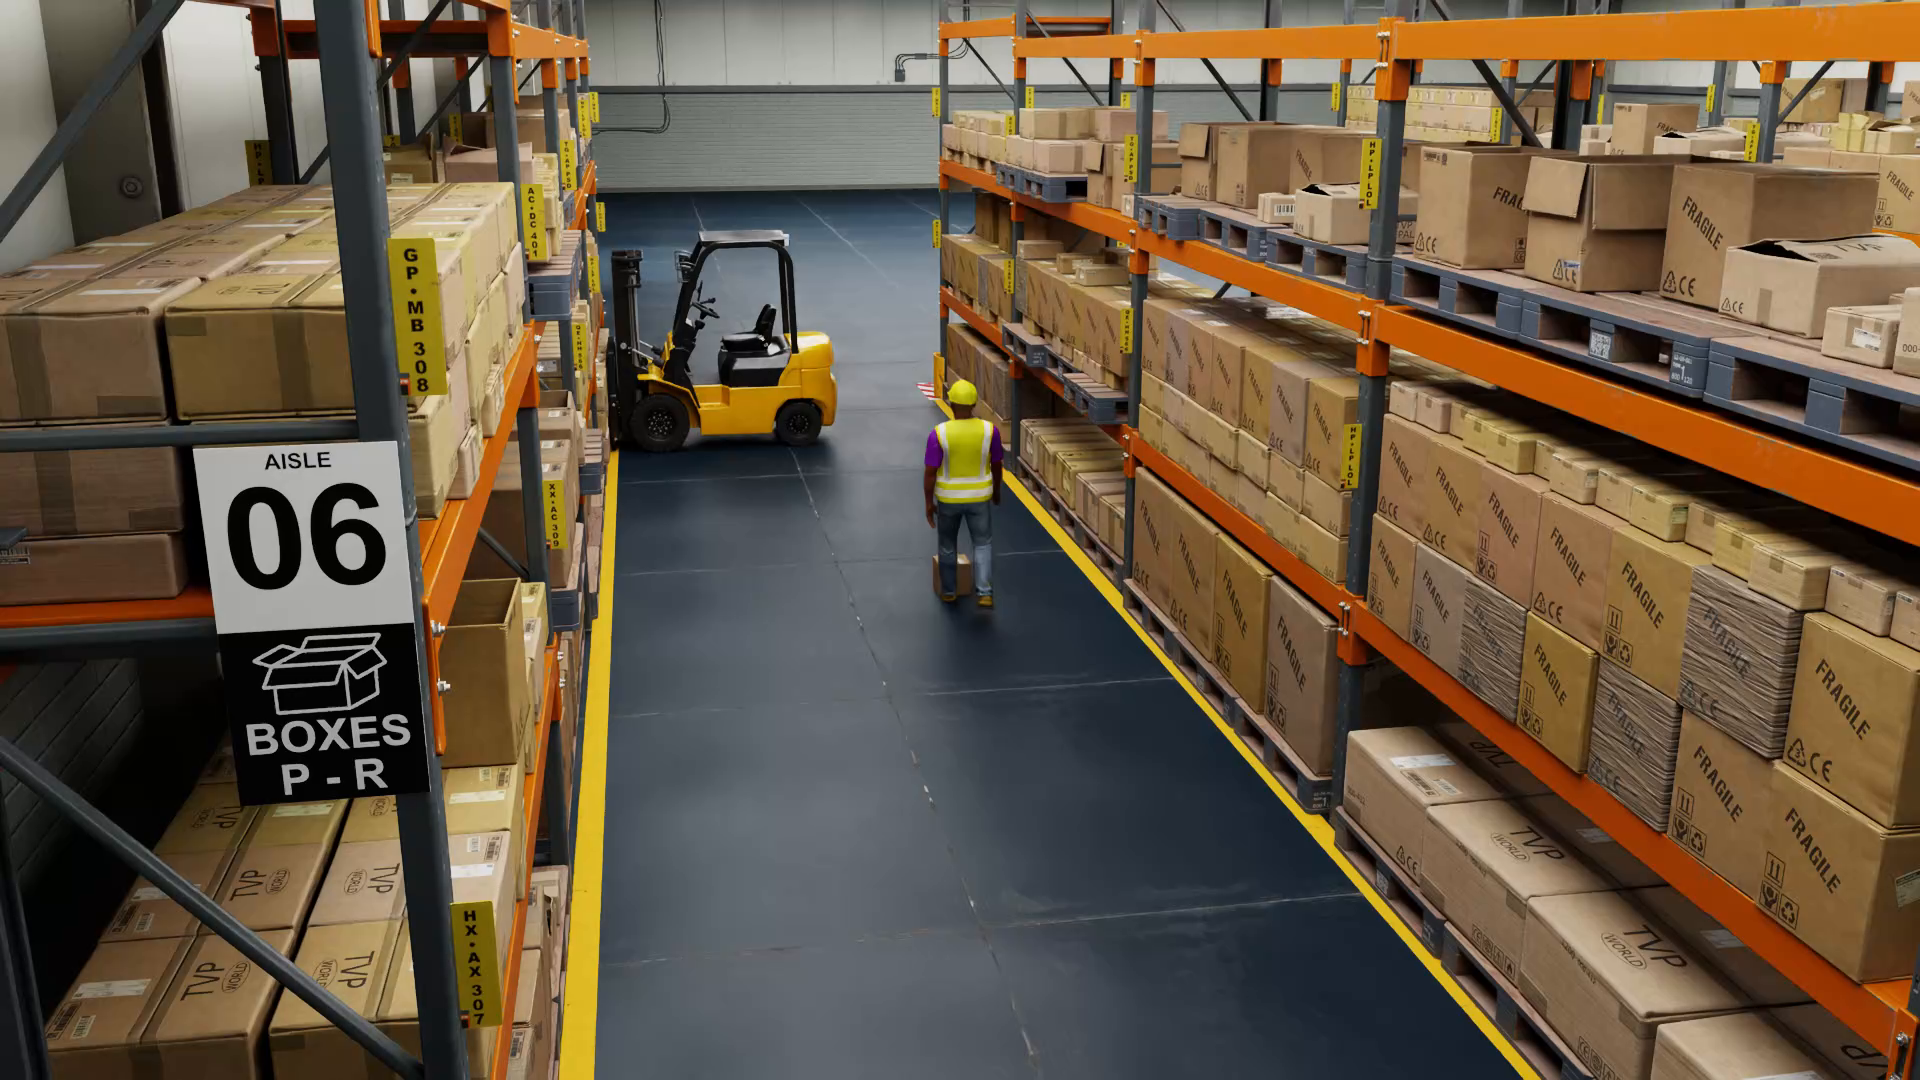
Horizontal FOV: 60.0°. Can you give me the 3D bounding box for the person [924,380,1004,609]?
[{"bbox_3d":[0.023,-0.326,12.114,0.583,1.742,0.889,-1,16,-3],"label":"person"}]
